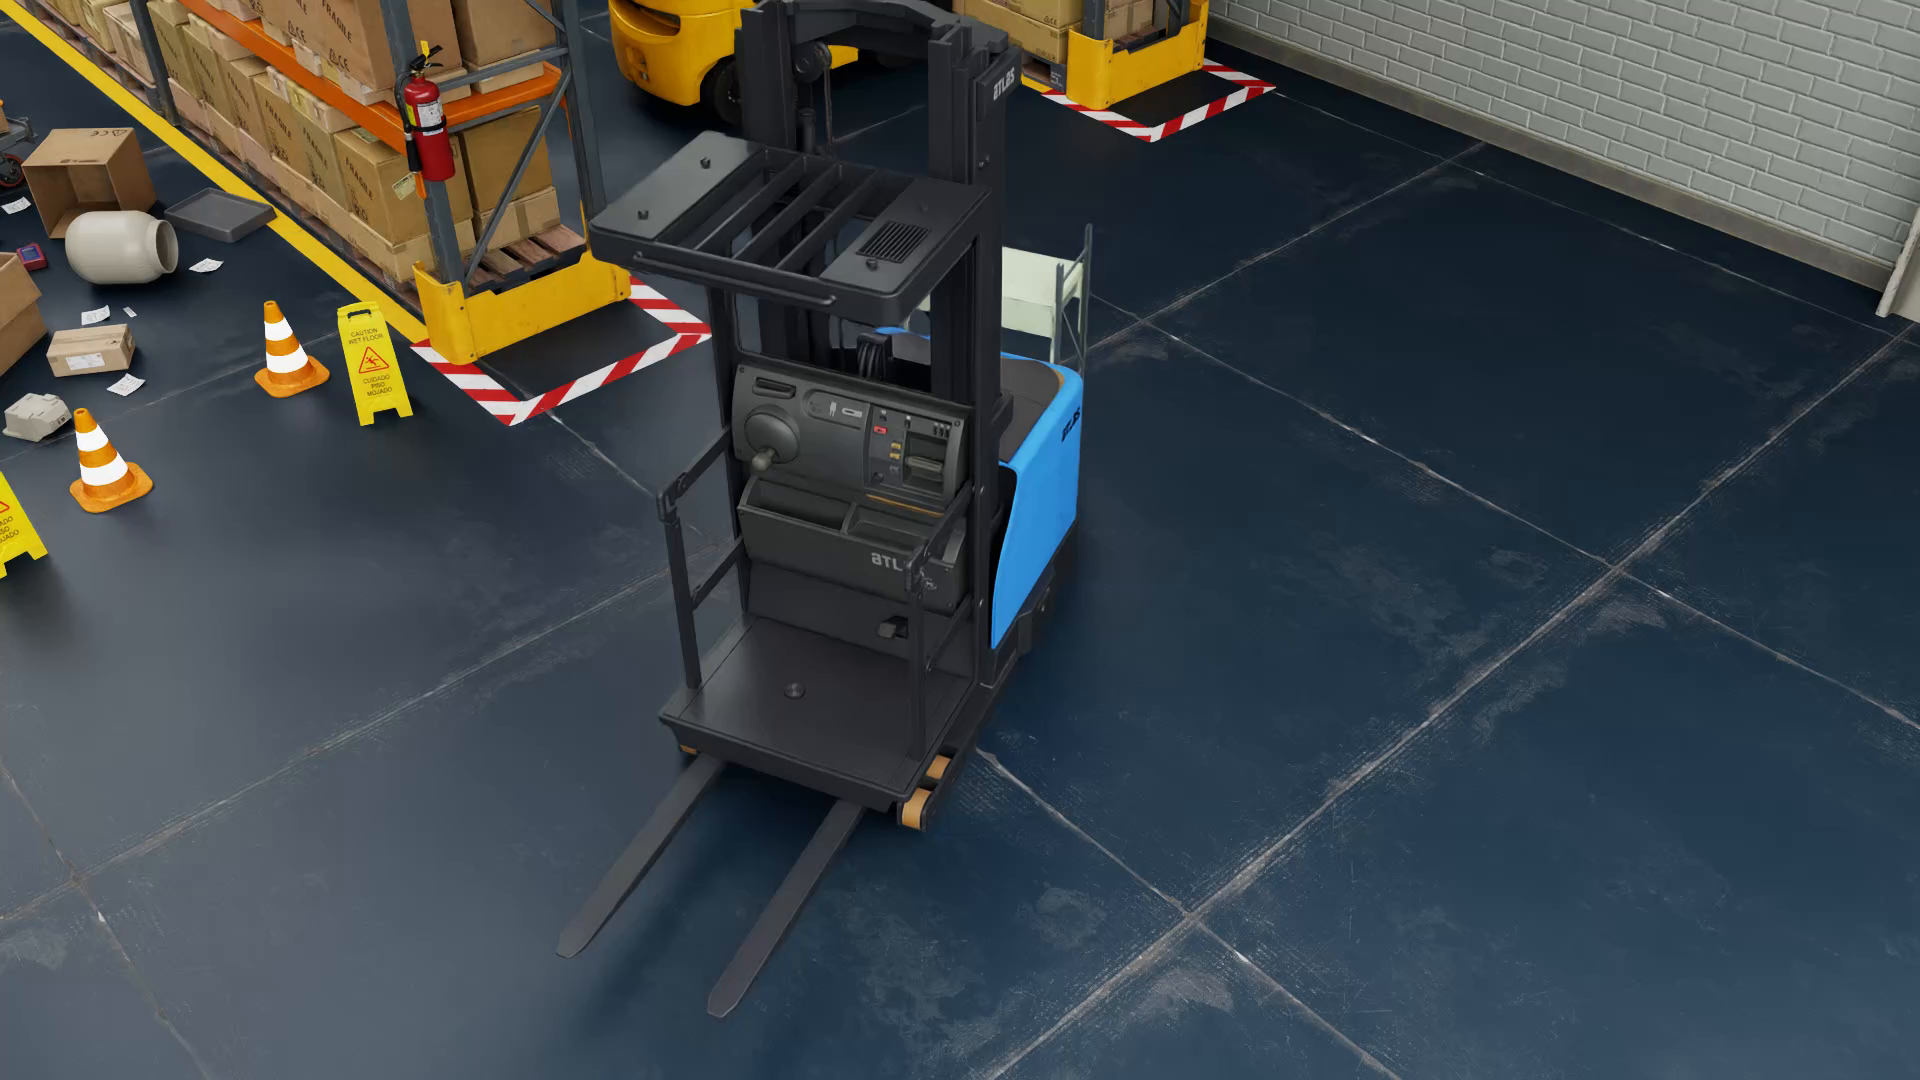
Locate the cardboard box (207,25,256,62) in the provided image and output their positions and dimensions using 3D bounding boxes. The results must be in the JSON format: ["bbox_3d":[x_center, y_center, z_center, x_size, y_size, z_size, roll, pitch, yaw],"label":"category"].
[{"bbox_3d":[-4.325,-3.061,10.101,0.380,0.149,0.250,-27,46,-29],"label":"cardboard box"}]

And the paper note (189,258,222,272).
[{"bbox_3d":[-4.521,-1.650,9.977,0.148,0.019,0.142,18,42,21],"label":"paper note"}]

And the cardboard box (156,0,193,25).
[{"bbox_3d":[-4.858,-3.421,10.547,0.380,0.149,0.250,-29,47,-31],"label":"cardboard box"}]

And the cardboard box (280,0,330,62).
[{"bbox_3d":[-3.299,-2.926,8.877,0.500,0.500,0.500,-30,48,-32],"label":"cardboard box"}]

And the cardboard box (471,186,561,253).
[{"bbox_3d":[-2.735,-1.988,9.886,0.500,0.250,0.500,-30,48,-32],"label":"cardboard box"}]

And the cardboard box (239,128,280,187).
[{"bbox_3d":[-4.168,-2.474,10.487,0.500,0.250,0.500,-31,48,-32],"label":"cardboard box"}]

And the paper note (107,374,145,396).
[{"bbox_3d":[-4.499,-0.840,8.973,0.142,0.019,0.148,18,42,21],"label":"paper note"}]

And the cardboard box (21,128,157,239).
[{"bbox_3d":[-5.376,-2.209,10.293,0.500,0.500,0.500,-2,39,-2],"label":"cardboard box"}]

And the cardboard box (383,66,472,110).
[{"bbox_3d":[-2.804,-2.388,8.727,0.380,0.149,0.250,-28,47,-30],"label":"cardboard box"}]

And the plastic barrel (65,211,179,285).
[{"bbox_3d":[-4.905,-1.713,9.742,0.512,0.421,0.421,-2,39,-2],"label":"plastic barrel"}]

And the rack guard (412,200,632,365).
[{"bbox_3d":[-2.445,-1.466,9.375,1.175,0.500,0.348,-30,48,-32],"label":"rack guard"}]

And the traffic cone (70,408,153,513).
[{"bbox_3d":[-4.222,-0.438,8.132,0.336,0.463,0.334,-30,48,-32],"label":"traffic cone"}]

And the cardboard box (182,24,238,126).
[{"bbox_3d":[-4.528,-3.009,10.554,0.500,0.500,0.500,-28,47,-30],"label":"cardboard box"}]

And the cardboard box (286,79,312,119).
[{"bbox_3d":[-3.593,-2.560,9.481,0.380,0.149,0.250,-29,47,-31],"label":"cardboard box"}]

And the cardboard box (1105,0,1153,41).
[{"bbox_3d":[1.072,-3.918,12.276,0.500,0.250,0.500,-30,48,-32],"label":"cardboard box"}]

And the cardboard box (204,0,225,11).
[{"bbox_3d":[-4.264,-3.279,9.830,0.380,0.149,0.250,-30,48,-32],"label":"cardboard box"}]

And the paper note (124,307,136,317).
[{"bbox_3d":[-4.781,-1.313,9.576,0.032,0.001,0.123,-30,48,-32],"label":"paper note"}]

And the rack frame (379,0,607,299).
[{"bbox_3d":[-2.393,-2.403,8.546,1.000,3.000,0.127,-30,48,-32],"label":"rack frame"}]

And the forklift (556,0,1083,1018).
[{"bbox_3d":[-0.506,-0.310,6.009,1.130,2.935,3.031,15,41,18],"label":"forklift"}]

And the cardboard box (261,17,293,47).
[{"bbox_3d":[-3.720,-2.950,9.423,0.380,0.149,0.250,-30,48,-32],"label":"cardboard box"}]

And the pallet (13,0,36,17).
[{"bbox_3d":[-7.277,-4.659,13.558,1.003,0.211,1.213,-30,48,-32],"label":"pallet"}]

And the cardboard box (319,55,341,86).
[{"bbox_3d":[-3.214,-2.585,8.972,0.380,0.149,0.250,-31,48,-32],"label":"cardboard box"}]

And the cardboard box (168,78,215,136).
[{"bbox_3d":[-4.898,-2.960,11.090,0.500,0.250,0.500,32,49,33],"label":"cardboard box"}]

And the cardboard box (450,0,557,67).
[{"bbox_3d":[-2.509,-2.895,8.838,0.500,0.500,0.500,-31,48,-32],"label":"cardboard box"}]

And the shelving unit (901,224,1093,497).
[{"bbox_3d":[0.157,-0.774,7.723,0.755,1.500,0.431,15,41,18],"label":"shelving unit"}]

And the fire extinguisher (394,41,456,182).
[{"bbox_3d":[-2.655,-2.124,8.262,0.296,0.674,0.183,-30,48,-32],"label":"fire extinguisher"}]

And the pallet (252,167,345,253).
[{"bbox_3d":[-3.789,-2.309,10.649,1.003,0.211,1.213,-30,48,-32],"label":"pallet"}]

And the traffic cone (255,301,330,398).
[{"bbox_3d":[-3.634,-1.067,8.911,0.336,0.463,0.334,-30,48,-32],"label":"traffic cone"}]

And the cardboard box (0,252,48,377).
[{"bbox_3d":[-5.446,-1.169,9.005,0.637,0.503,0.797,5,39,6],"label":"cardboard box"}]

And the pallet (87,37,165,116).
[{"bbox_3d":[-5.626,-3.529,12.160,1.003,0.211,1.213,-30,48,-32],"label":"pallet"}]

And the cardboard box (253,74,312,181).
[{"bbox_3d":[-3.819,-2.525,9.954,0.500,0.500,0.500,-31,48,-33],"label":"cardboard box"}]

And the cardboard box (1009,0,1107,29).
[{"bbox_3d":[0.701,-3.895,11.849,0.500,0.250,0.500,-31,48,-32],"label":"cardboard box"}]

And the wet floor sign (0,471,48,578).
[{"bbox_3d":[-4.493,-0.165,7.649,0.232,0.644,0.267,26,45,28],"label":"wet floor sign"}]

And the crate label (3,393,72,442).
[{"bbox_3d":[-4.799,-0.649,8.652,0.298,0.136,0.250,11,40,13],"label":"crate label"}]

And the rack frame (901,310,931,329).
[{"bbox_3d":[-0.180,-0.864,7.834,0.023,1.500,0.400,15,41,18],"label":"rack frame"}]

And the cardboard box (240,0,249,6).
[{"bbox_3d":[-3.963,-3.401,9.465,0.500,0.500,0.500,-29,47,-31],"label":"cardboard box"}]

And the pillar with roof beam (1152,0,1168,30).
[{"bbox_3d":[-1.718,-5.724,7.883,9.100,9.000,0.400,-30,48,-32],"label":"pillar with roof beam"}]

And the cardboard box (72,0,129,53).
[{"bbox_3d":[-5.944,-3.968,12.241,0.950,0.372,0.625,-27,46,-29],"label":"cardboard box"}]

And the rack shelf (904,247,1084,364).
[{"bbox_3d":[0.157,-1.078,7.478,0.720,0.370,0.431,15,41,18],"label":"rack shelf"}]

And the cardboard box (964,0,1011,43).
[{"bbox_3d":[0.381,-3.925,12.285,0.500,0.250,0.500,-30,48,-32],"label":"cardboard box"}]

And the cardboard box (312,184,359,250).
[{"bbox_3d":[-3.483,-2.000,9.901,0.500,0.250,0.500,-30,48,-32],"label":"cardboard box"}]

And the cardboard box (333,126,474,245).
[{"bbox_3d":[-3.127,-2.049,9.364,0.500,0.500,0.500,-30,47,-31],"label":"cardboard box"}]

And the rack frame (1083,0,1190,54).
[{"bbox_3d":[1.260,-4.514,11.160,1.000,3.000,0.127,-30,48,-32],"label":"rack frame"}]
